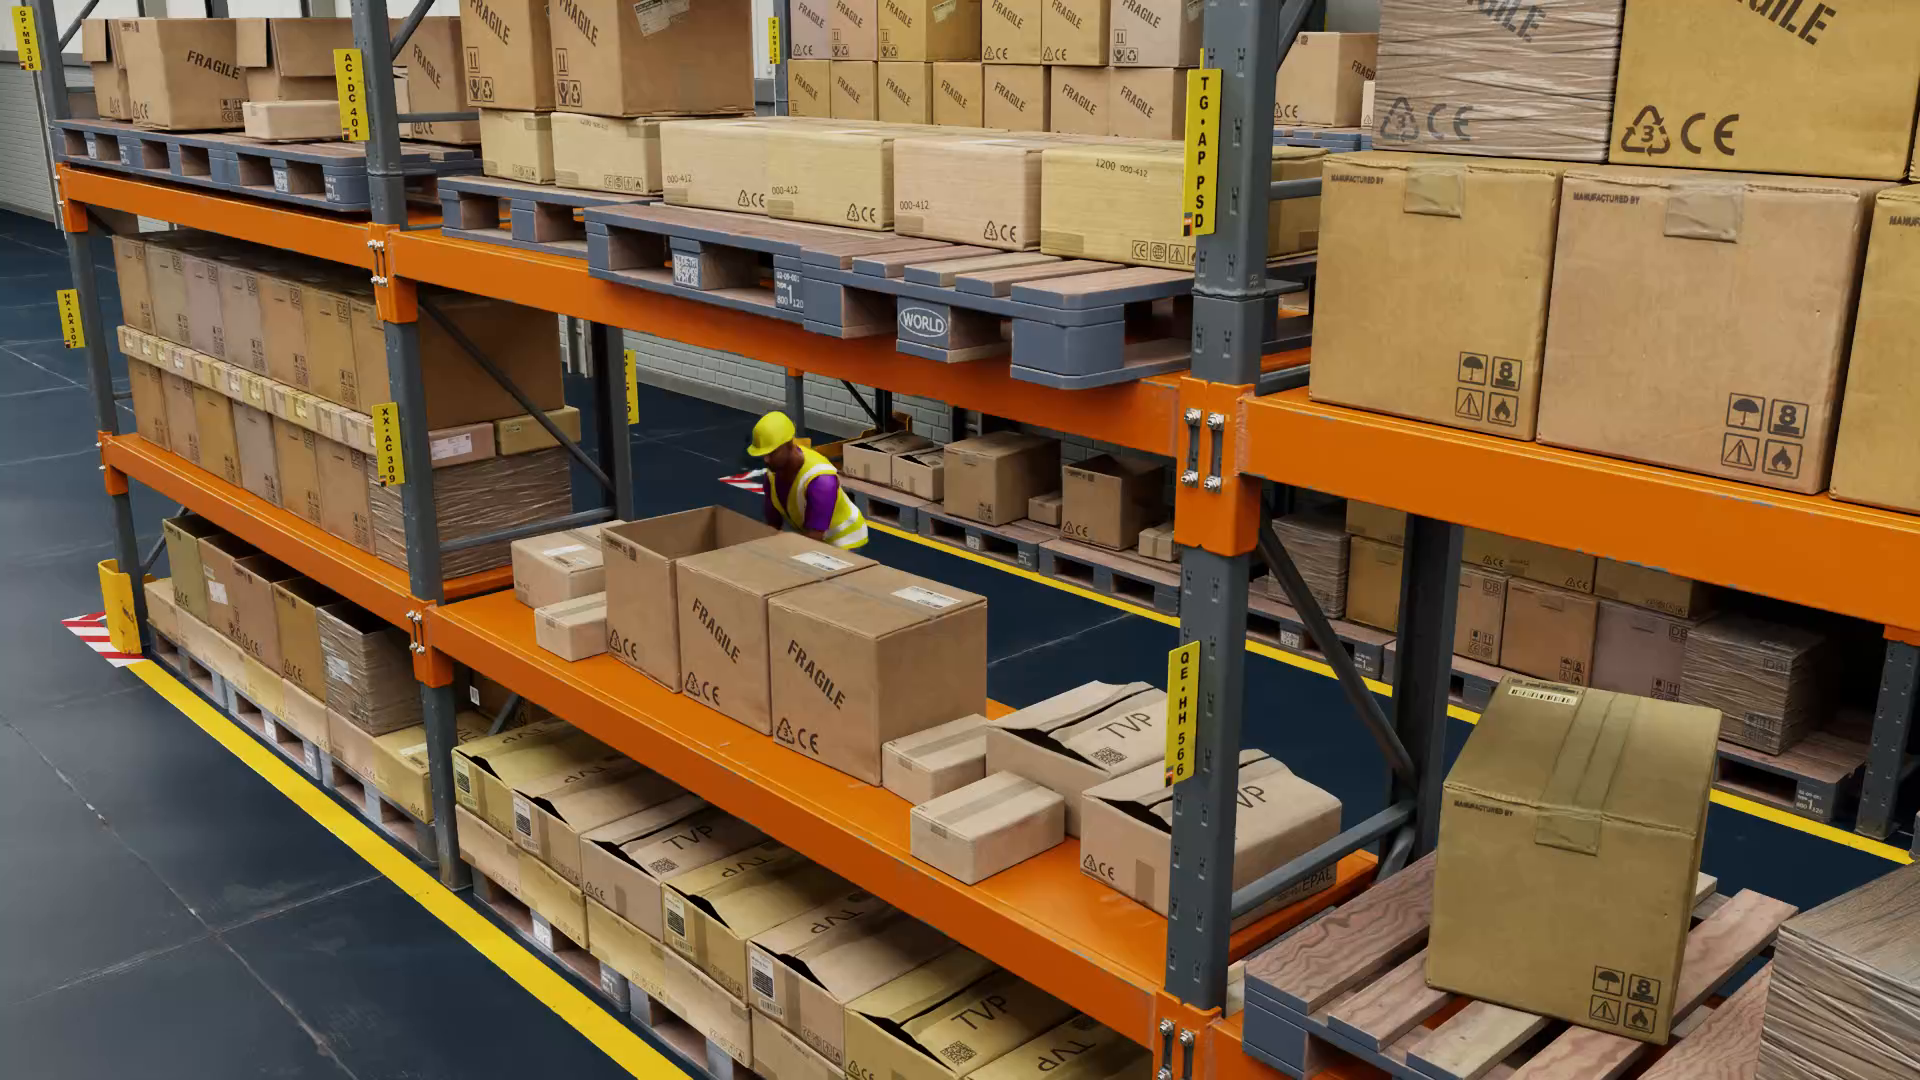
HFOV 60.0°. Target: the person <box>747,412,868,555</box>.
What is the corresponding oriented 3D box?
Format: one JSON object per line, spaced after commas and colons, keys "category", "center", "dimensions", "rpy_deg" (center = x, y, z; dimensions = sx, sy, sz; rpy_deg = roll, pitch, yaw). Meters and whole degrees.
{"category": "person", "center": [-0.818, 0.102, 8.857], "dimensions": [0.693, 1.657, 0.483], "rpy_deg": [-16, 23, -42]}
